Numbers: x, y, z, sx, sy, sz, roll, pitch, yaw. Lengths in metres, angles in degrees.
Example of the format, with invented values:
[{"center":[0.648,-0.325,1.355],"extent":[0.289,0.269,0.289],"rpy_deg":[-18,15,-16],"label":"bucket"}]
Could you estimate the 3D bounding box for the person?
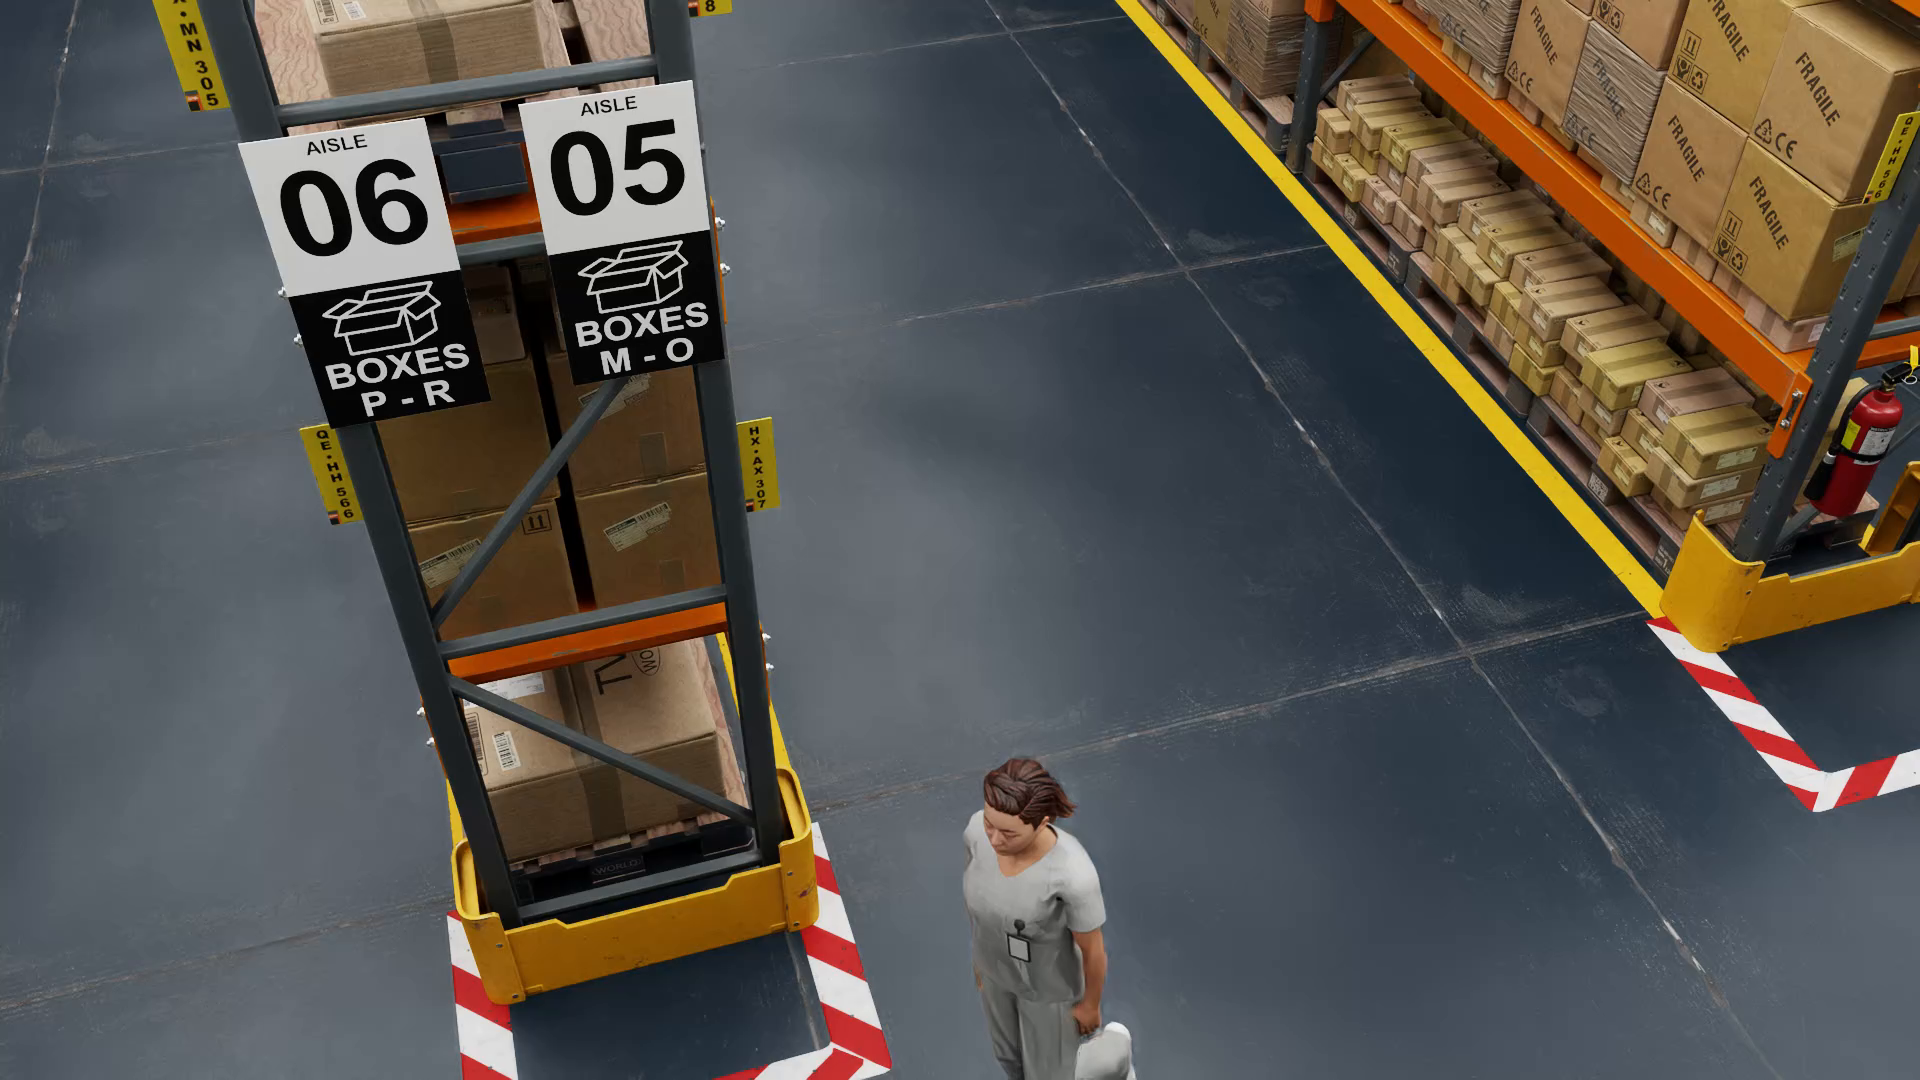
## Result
[{"center":[0.240,1.217,4.796],"extent":[0.532,1.656,0.509],"rpy_deg":[26,49,26],"label":"person"}]
